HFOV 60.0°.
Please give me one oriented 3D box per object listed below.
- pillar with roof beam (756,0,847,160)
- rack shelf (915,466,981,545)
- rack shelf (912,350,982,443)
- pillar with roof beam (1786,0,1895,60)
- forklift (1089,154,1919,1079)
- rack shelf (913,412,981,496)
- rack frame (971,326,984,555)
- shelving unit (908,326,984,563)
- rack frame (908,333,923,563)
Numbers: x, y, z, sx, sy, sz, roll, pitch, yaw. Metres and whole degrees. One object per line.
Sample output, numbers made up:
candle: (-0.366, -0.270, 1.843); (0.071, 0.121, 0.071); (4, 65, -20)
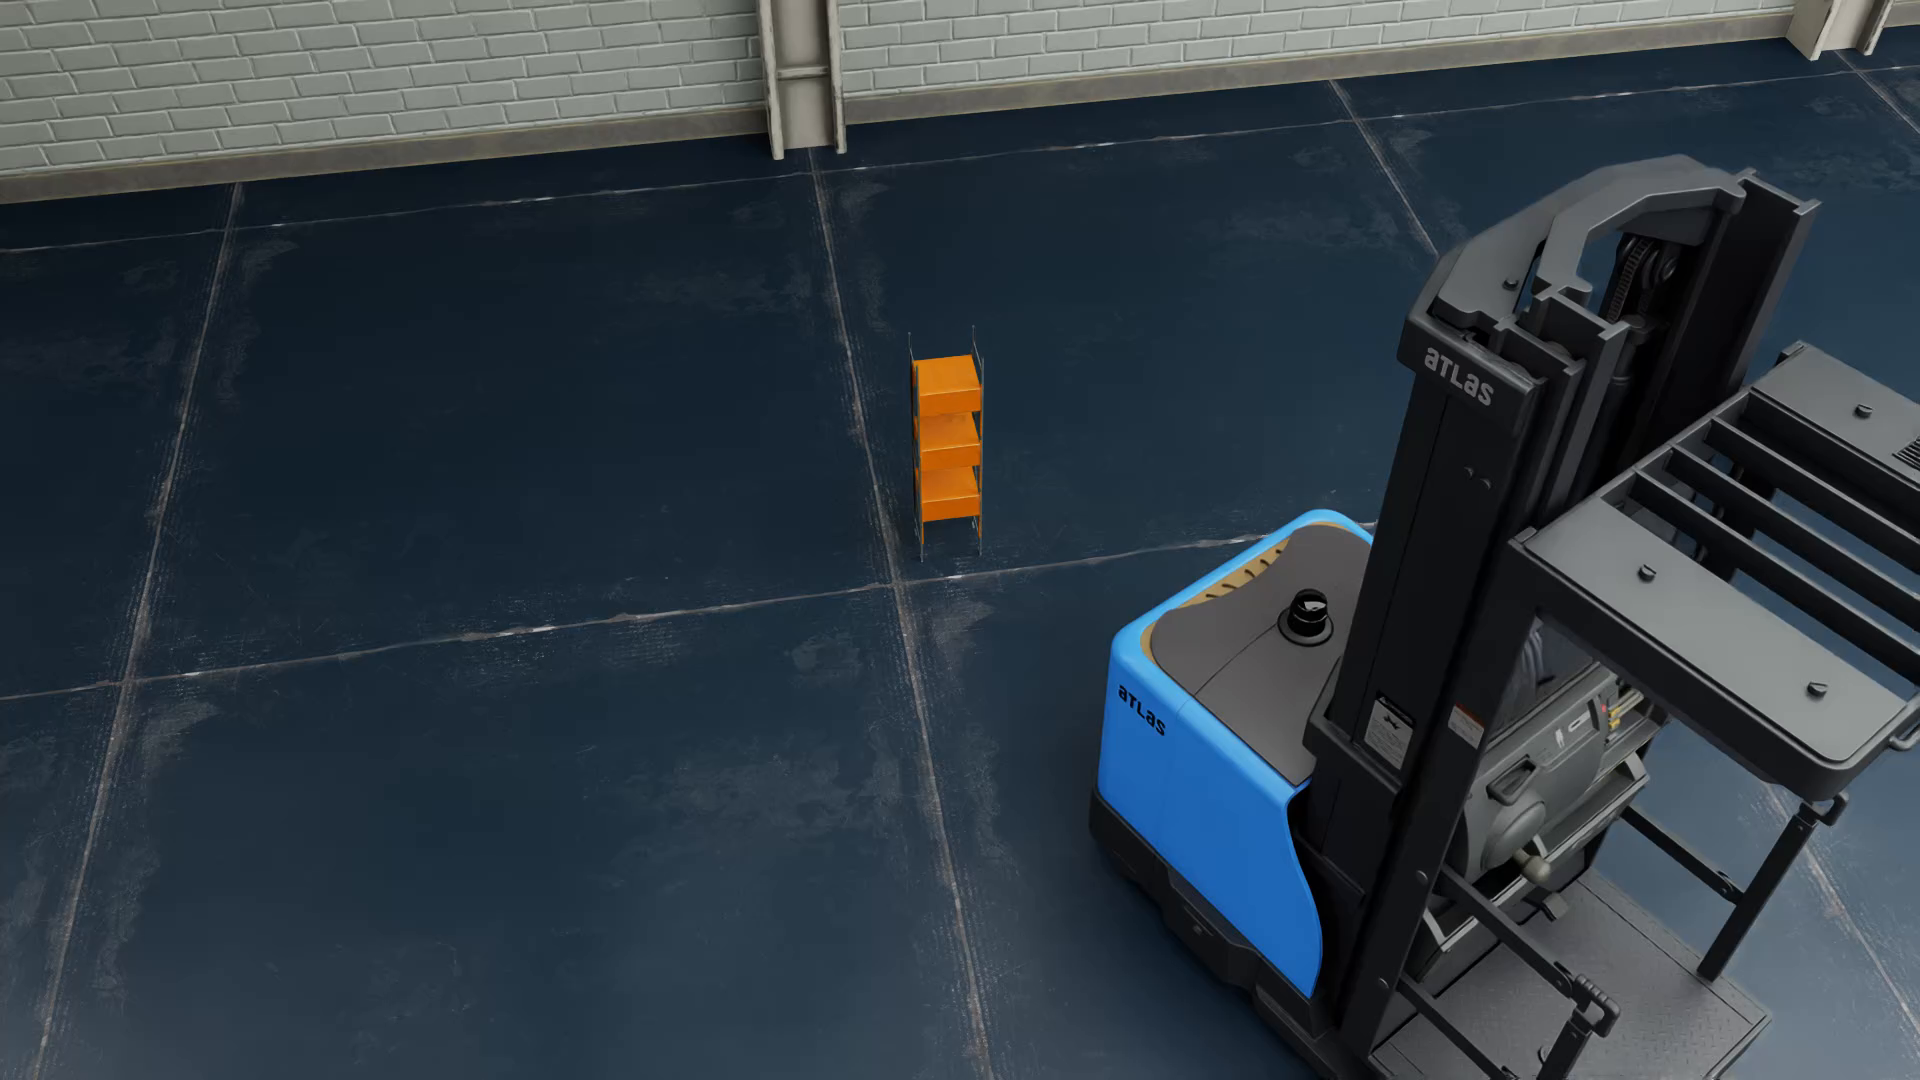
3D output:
pillar with roof beam: (-0.097, -2.238, 2.850); (0.400, 9.000, 9.100); (-7, 46, -7)
rack shelf: (-0.053, -0.158, 6.767); (0.240, 0.259, 0.215); (-7, 46, -7)
rack shelf: (-0.053, -0.547, 6.362); (0.240, 0.259, 0.215); (-7, 46, -7)
pillar with roof beam: (5.815, -2.974, 3.560); (0.400, 9.000, 9.100); (-7, 46, -7)
forklift: (1.761, 0.647, 4.284); (1.130, 2.935, 3.031); (-30, 53, -25)
rack shelf: (-0.053, -0.350, 6.566); (0.240, 0.259, 0.215); (-7, 46, -7)
rack frame: (0.067, -0.373, 6.573); (0.008, 1.050, 0.200); (-7, 46, -7)
shelving unit: (-0.053, -0.358, 6.559); (0.252, 1.050, 0.215); (-7, 46, -7)
rack frame: (-0.173, -0.343, 6.544); (0.008, 1.050, 0.200); (-7, 46, -7)
